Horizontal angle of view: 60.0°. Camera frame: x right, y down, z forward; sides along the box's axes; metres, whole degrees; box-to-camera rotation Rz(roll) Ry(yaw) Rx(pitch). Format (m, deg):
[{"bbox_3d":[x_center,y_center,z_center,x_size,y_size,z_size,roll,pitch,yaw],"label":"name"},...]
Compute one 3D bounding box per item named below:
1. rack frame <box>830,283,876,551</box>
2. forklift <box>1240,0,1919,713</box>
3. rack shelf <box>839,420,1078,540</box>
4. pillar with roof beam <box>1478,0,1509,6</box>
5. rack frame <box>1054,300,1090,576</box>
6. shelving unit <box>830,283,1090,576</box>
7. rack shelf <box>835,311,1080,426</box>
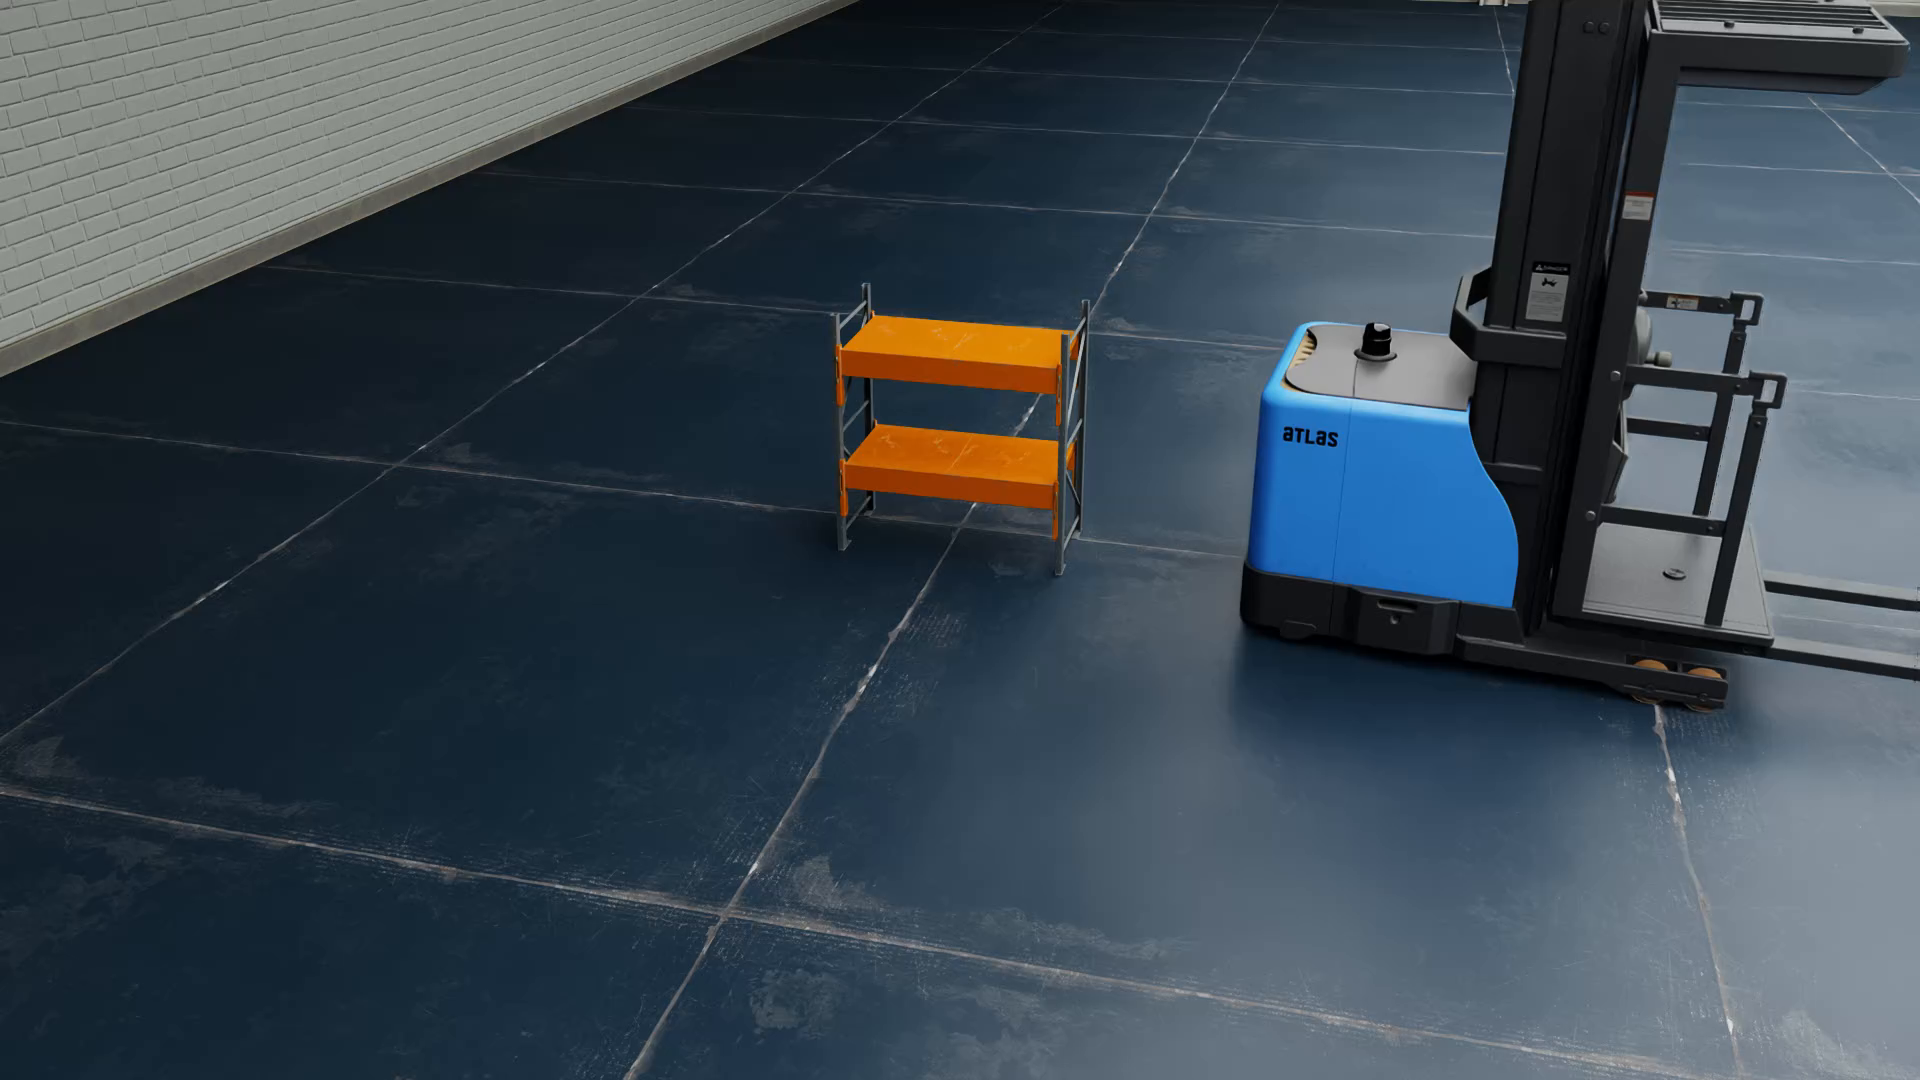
[{"bbox_3d":[-0.486,-0.562,7.621,0.032,1.125,0.500,6,26,13],"label":"rack frame"},{"bbox_3d":[2.742,-0.921,6.275,3.031,2.935,1.130,8,27,17],"label":"forklift"},{"bbox_3d":[0.007,-0.286,7.612,1.000,0.278,0.538,6,26,13],"label":"rack shelf"},{"bbox_3d":[6.617,-10.000,18.286,0.400,9.000,9.100,6,26,13],"label":"pillar with roof beam"},{"bbox_3d":[0.499,-0.453,7.392,0.032,1.125,0.500,6,26,13],"label":"rack frame"},{"bbox_3d":[0.007,-0.507,7.507,1.048,1.125,0.538,6,26,13],"label":"shelving unit"},{"bbox_3d":[0.007,-0.771,7.381,1.000,0.278,0.538,6,26,13],"label":"rack shelf"}]
